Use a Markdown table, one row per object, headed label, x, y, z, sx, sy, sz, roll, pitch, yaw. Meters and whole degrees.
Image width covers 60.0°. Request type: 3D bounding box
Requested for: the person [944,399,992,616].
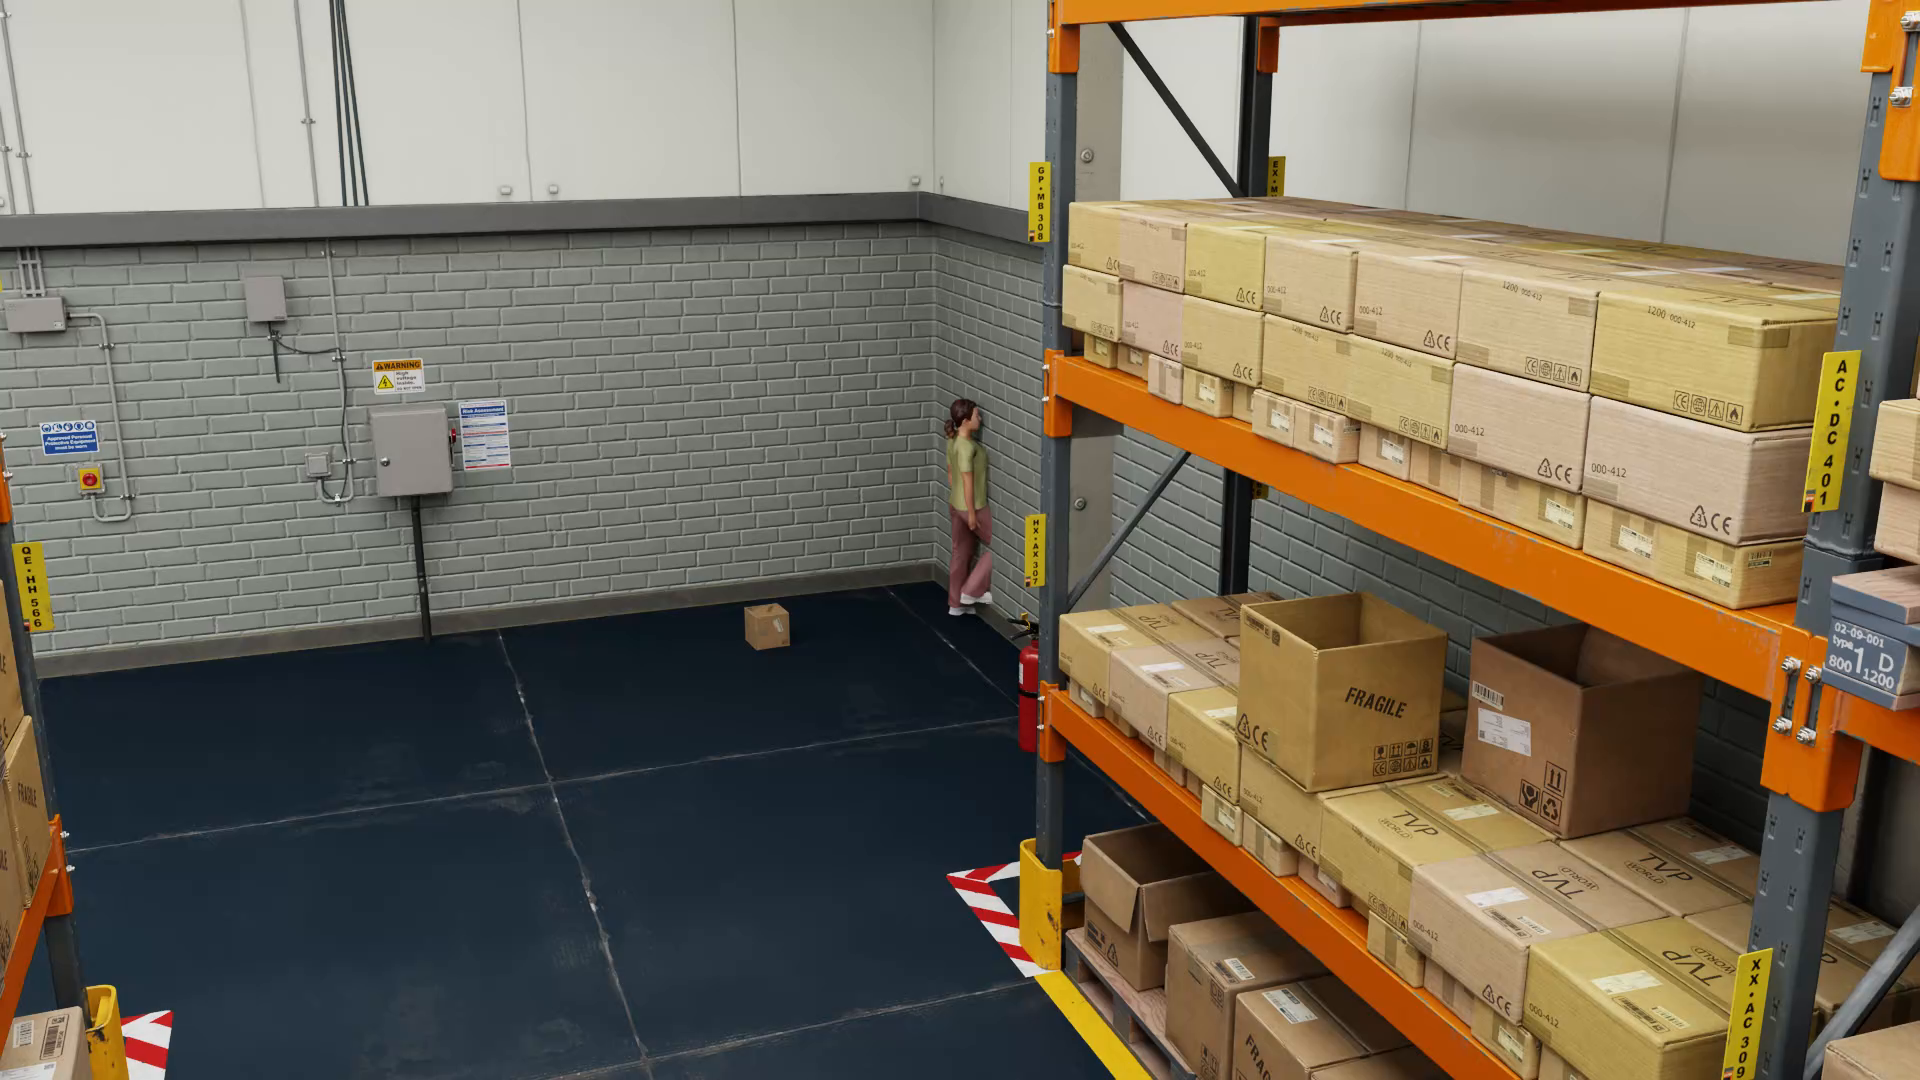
| label | x | y | z | sx | sy | sz | roll | pitch | yaw |
| --- | --- | --- | --- | --- | --- | --- | --- | --- | --- |
| person | 0.115 | -0.215 | 12.331 | 0.494 | 1.660 | 0.436 | -4 | 16 | -15 |
